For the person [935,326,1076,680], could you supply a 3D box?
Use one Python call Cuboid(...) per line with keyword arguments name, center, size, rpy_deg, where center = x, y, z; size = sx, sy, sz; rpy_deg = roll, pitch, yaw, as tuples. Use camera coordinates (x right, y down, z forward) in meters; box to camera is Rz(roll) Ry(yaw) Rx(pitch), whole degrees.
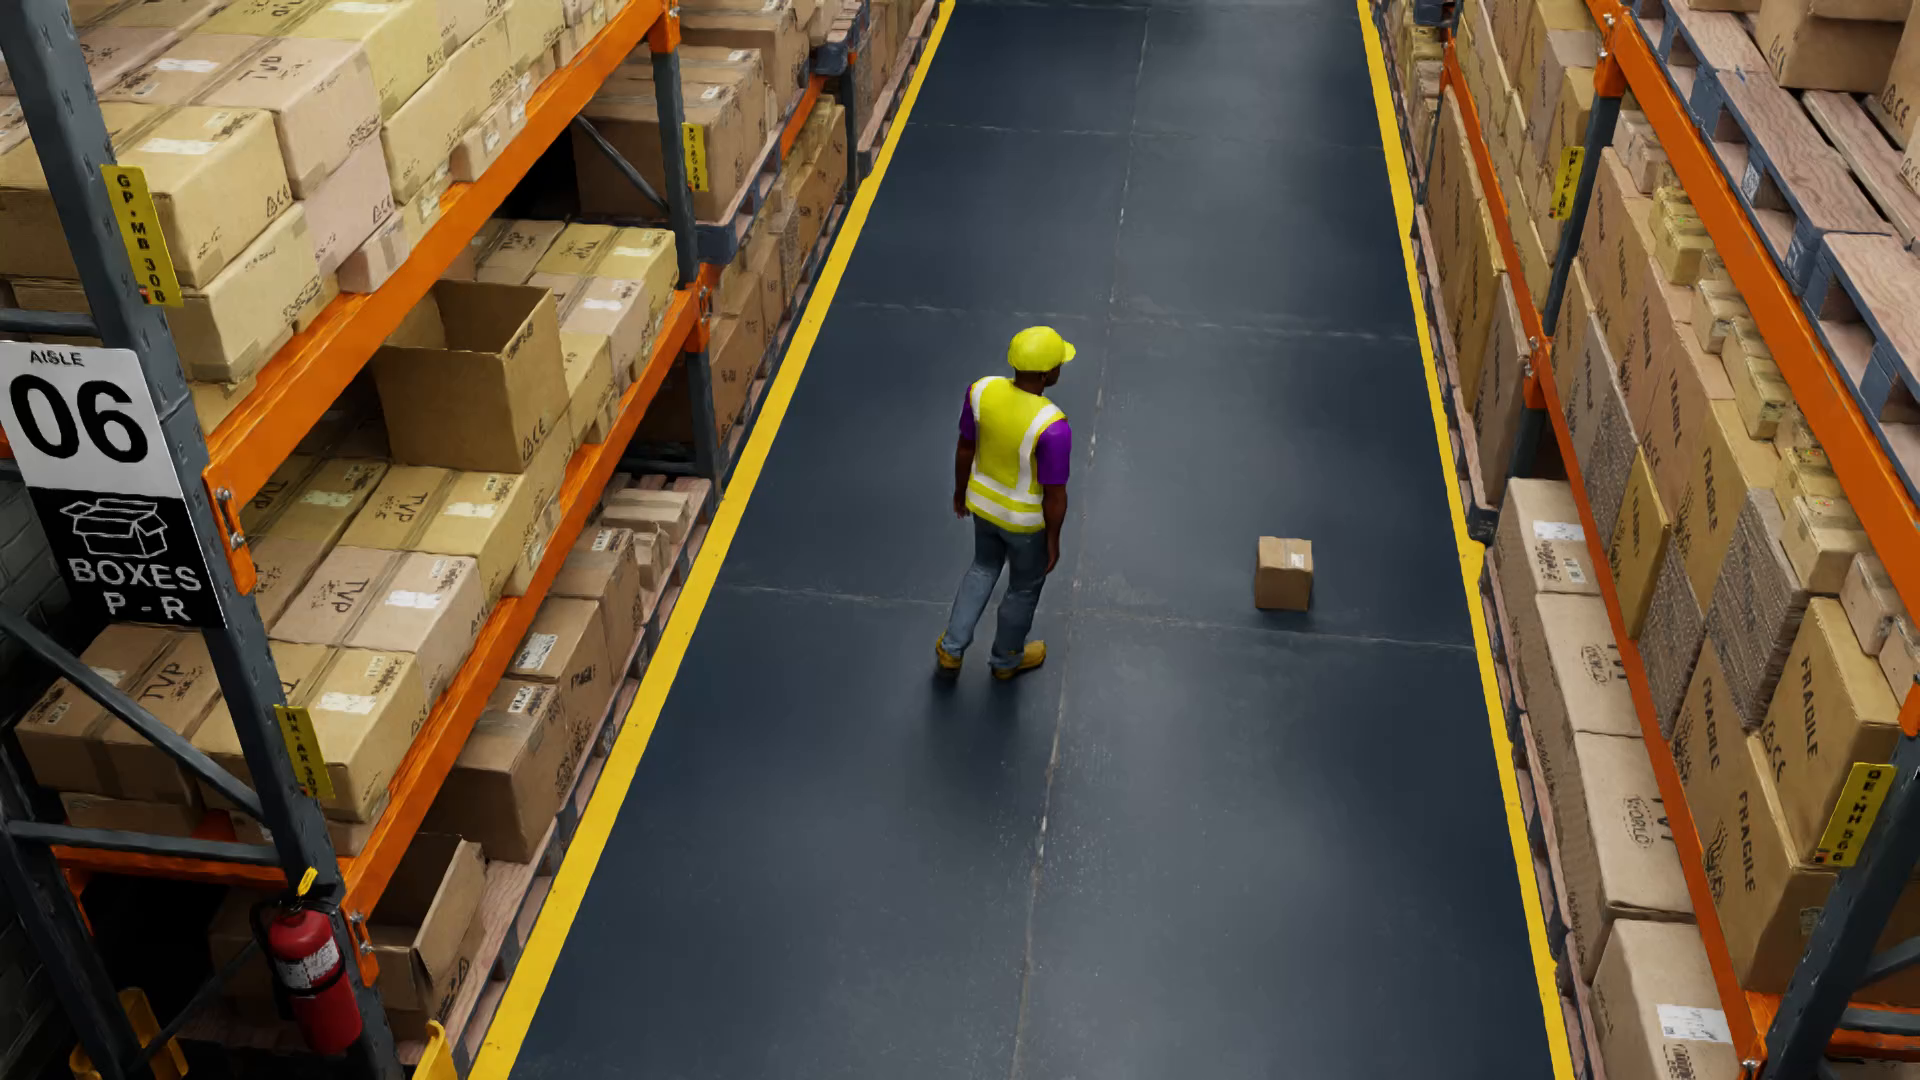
Cuboid(name="person", center=(0.192, -0.108, 7.171), size=(0.613, 1.758, 0.575), rpy_deg=(28, 44, 33))
